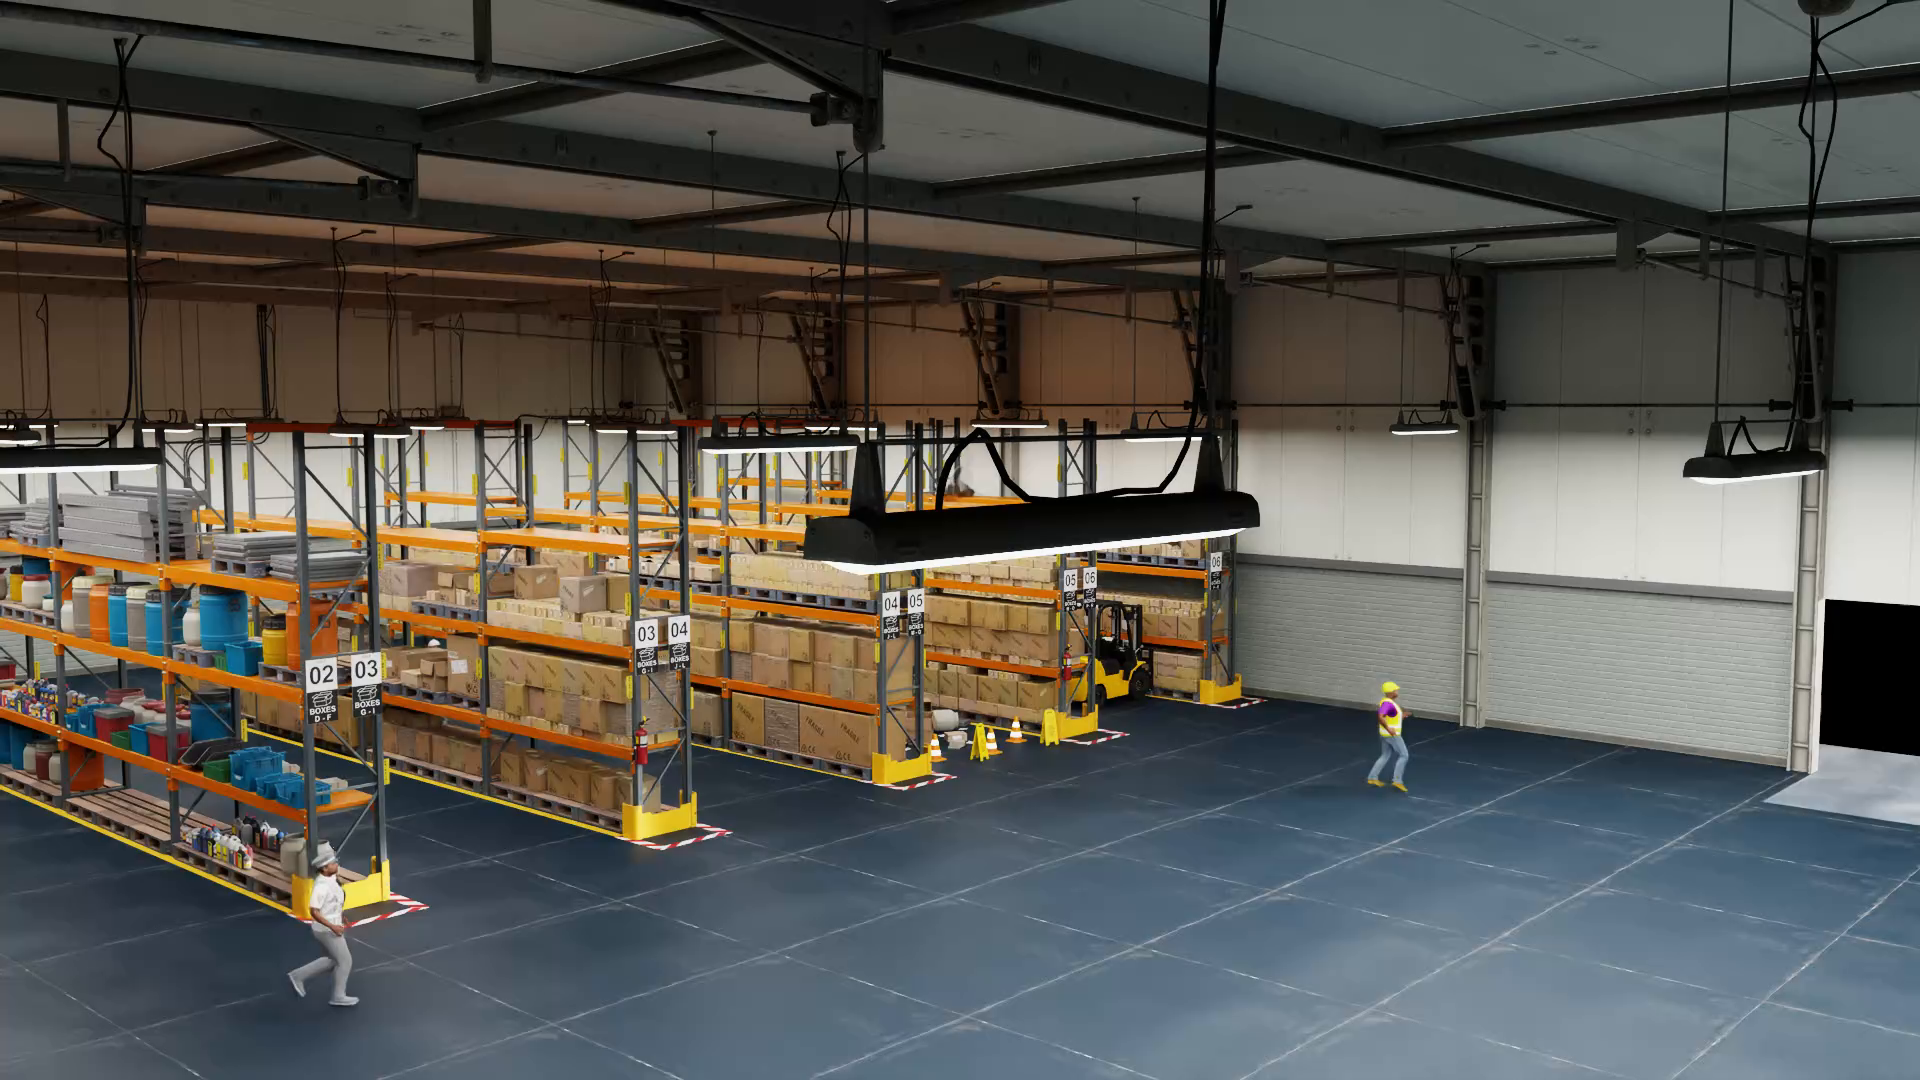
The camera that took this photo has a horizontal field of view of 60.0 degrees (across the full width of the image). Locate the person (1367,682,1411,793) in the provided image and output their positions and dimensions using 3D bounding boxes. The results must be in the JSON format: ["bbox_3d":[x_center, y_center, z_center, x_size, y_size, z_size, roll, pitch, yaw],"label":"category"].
[{"bbox_3d":[7.051,3.228,27.221,0.720,1.823,0.674,0,5,-2],"label":"person"}]

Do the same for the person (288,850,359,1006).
[{"bbox_3d":[-6.692,4.077,17.453,0.678,1.660,0.609,-1,5,-16],"label":"person"}]

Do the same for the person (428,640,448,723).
[{"bbox_3d":[-10.213,2.818,32.286,0.879,1.777,0.662,3,6,34],"label":"person"}]

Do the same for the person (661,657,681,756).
[{"bbox_3d":[-5.308,3.002,30.096,0.826,1.815,0.627,3,6,35],"label":"person"}]
